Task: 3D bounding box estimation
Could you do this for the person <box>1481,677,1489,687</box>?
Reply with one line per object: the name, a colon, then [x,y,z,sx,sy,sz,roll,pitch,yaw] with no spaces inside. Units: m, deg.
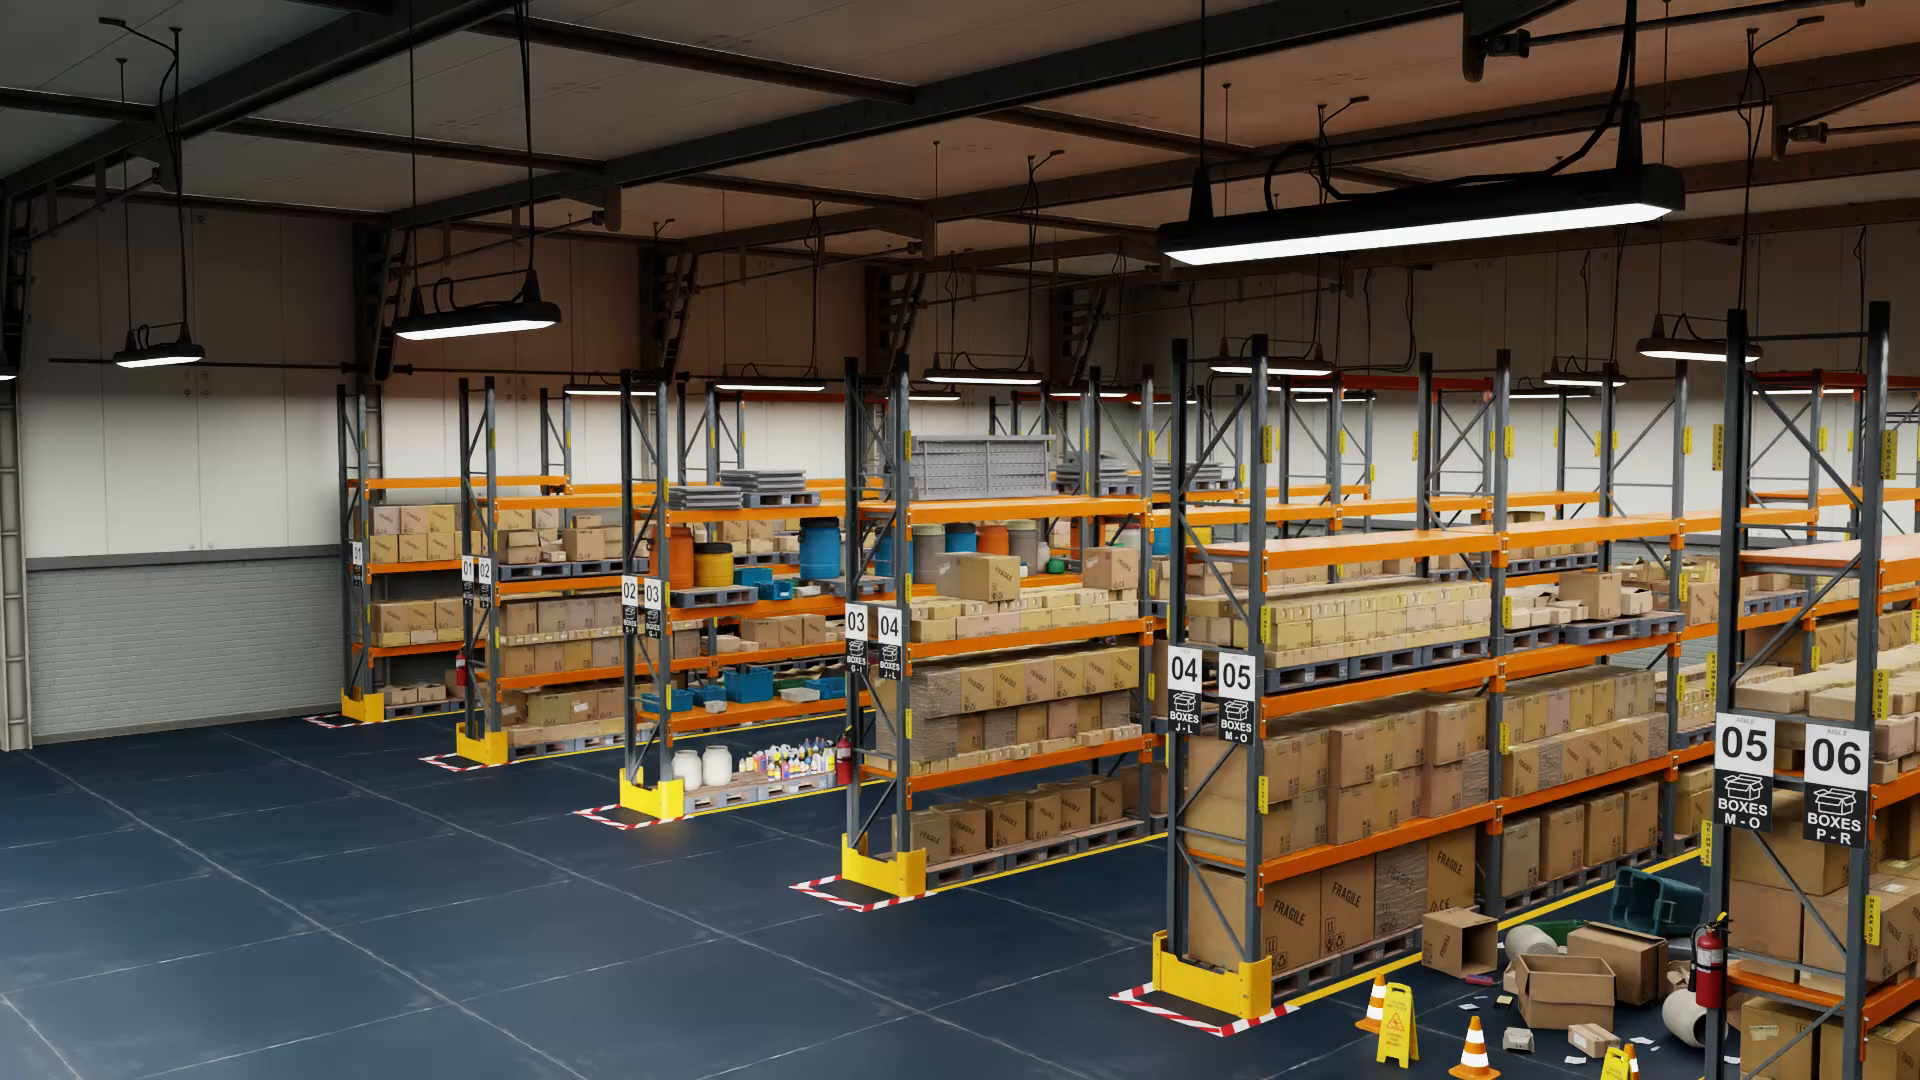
person: [7.522,2.752,23.842,0.881,1.644,0.517,-2,4,-33]
